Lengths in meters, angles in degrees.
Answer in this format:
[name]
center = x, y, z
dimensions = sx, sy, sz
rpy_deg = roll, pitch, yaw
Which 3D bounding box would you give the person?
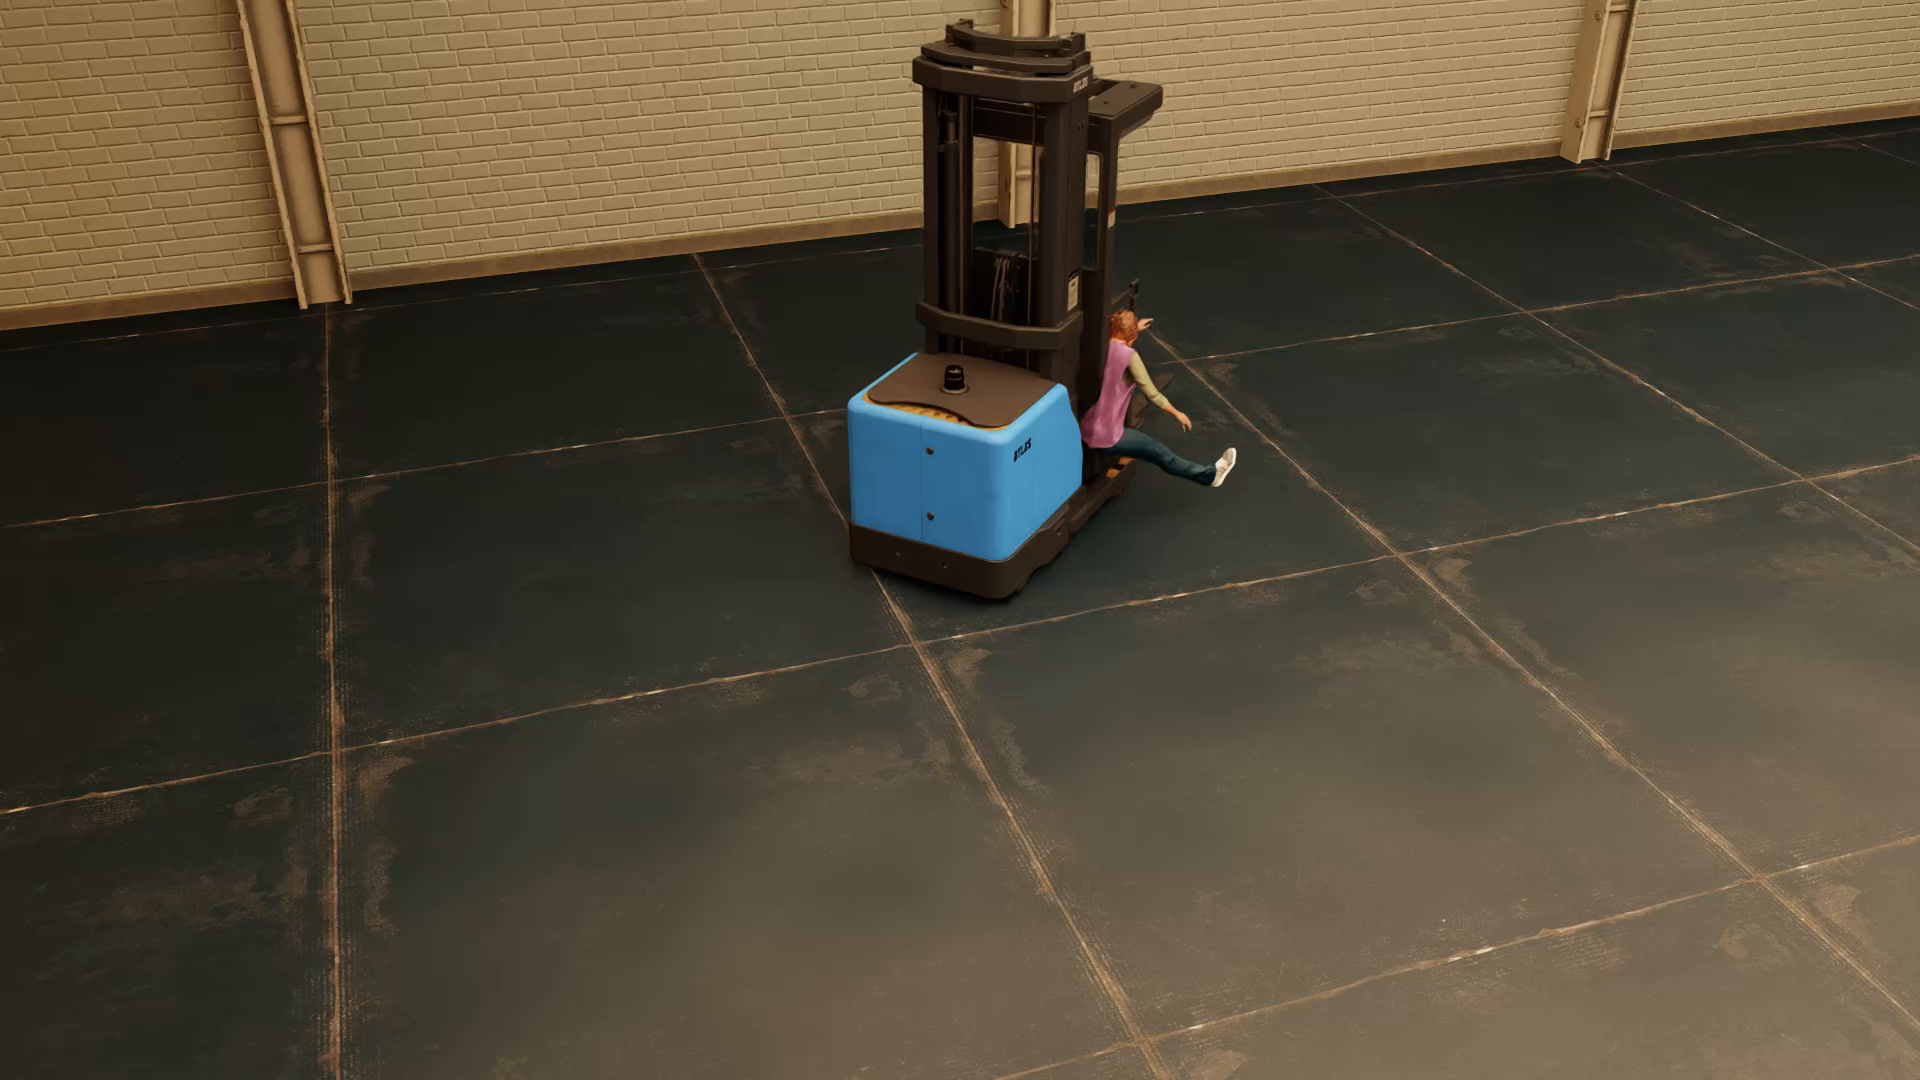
[person]
center = 1.034, -0.810, 10.176
dimensions = 1.051, 1.235, 0.911
rpy_deg = -19, 35, -30

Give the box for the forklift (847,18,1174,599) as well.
[forklift]
center = 0.491, -1.649, 9.954
dimensions = 1.130, 2.935, 3.031
rpy_deg = 15, 33, 24
